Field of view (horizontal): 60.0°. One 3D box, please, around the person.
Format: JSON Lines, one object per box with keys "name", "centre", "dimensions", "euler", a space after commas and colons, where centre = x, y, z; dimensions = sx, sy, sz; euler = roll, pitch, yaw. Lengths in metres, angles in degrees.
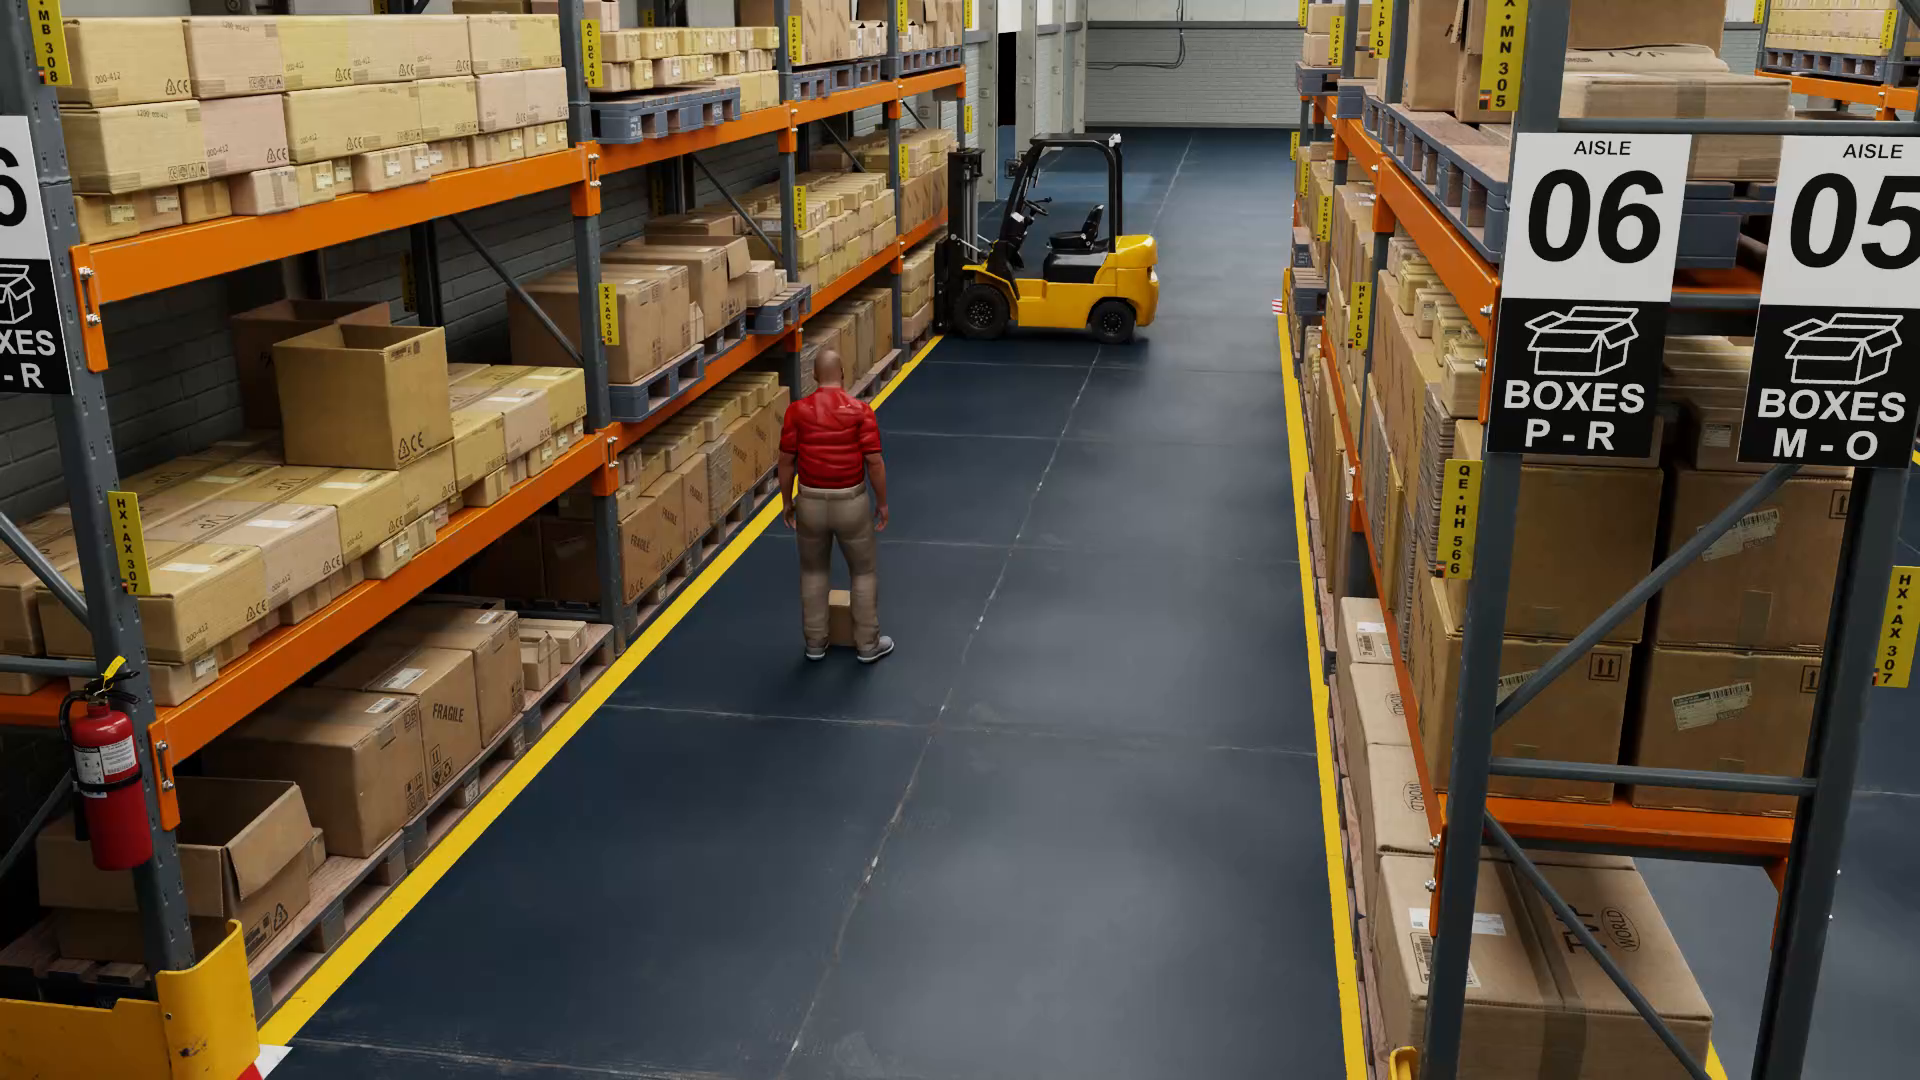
{"name": "person", "centre": [-0.689, -0.177, 9.127], "dimensions": [0.599, 1.727, 0.391], "euler": [2, 18, 7]}
